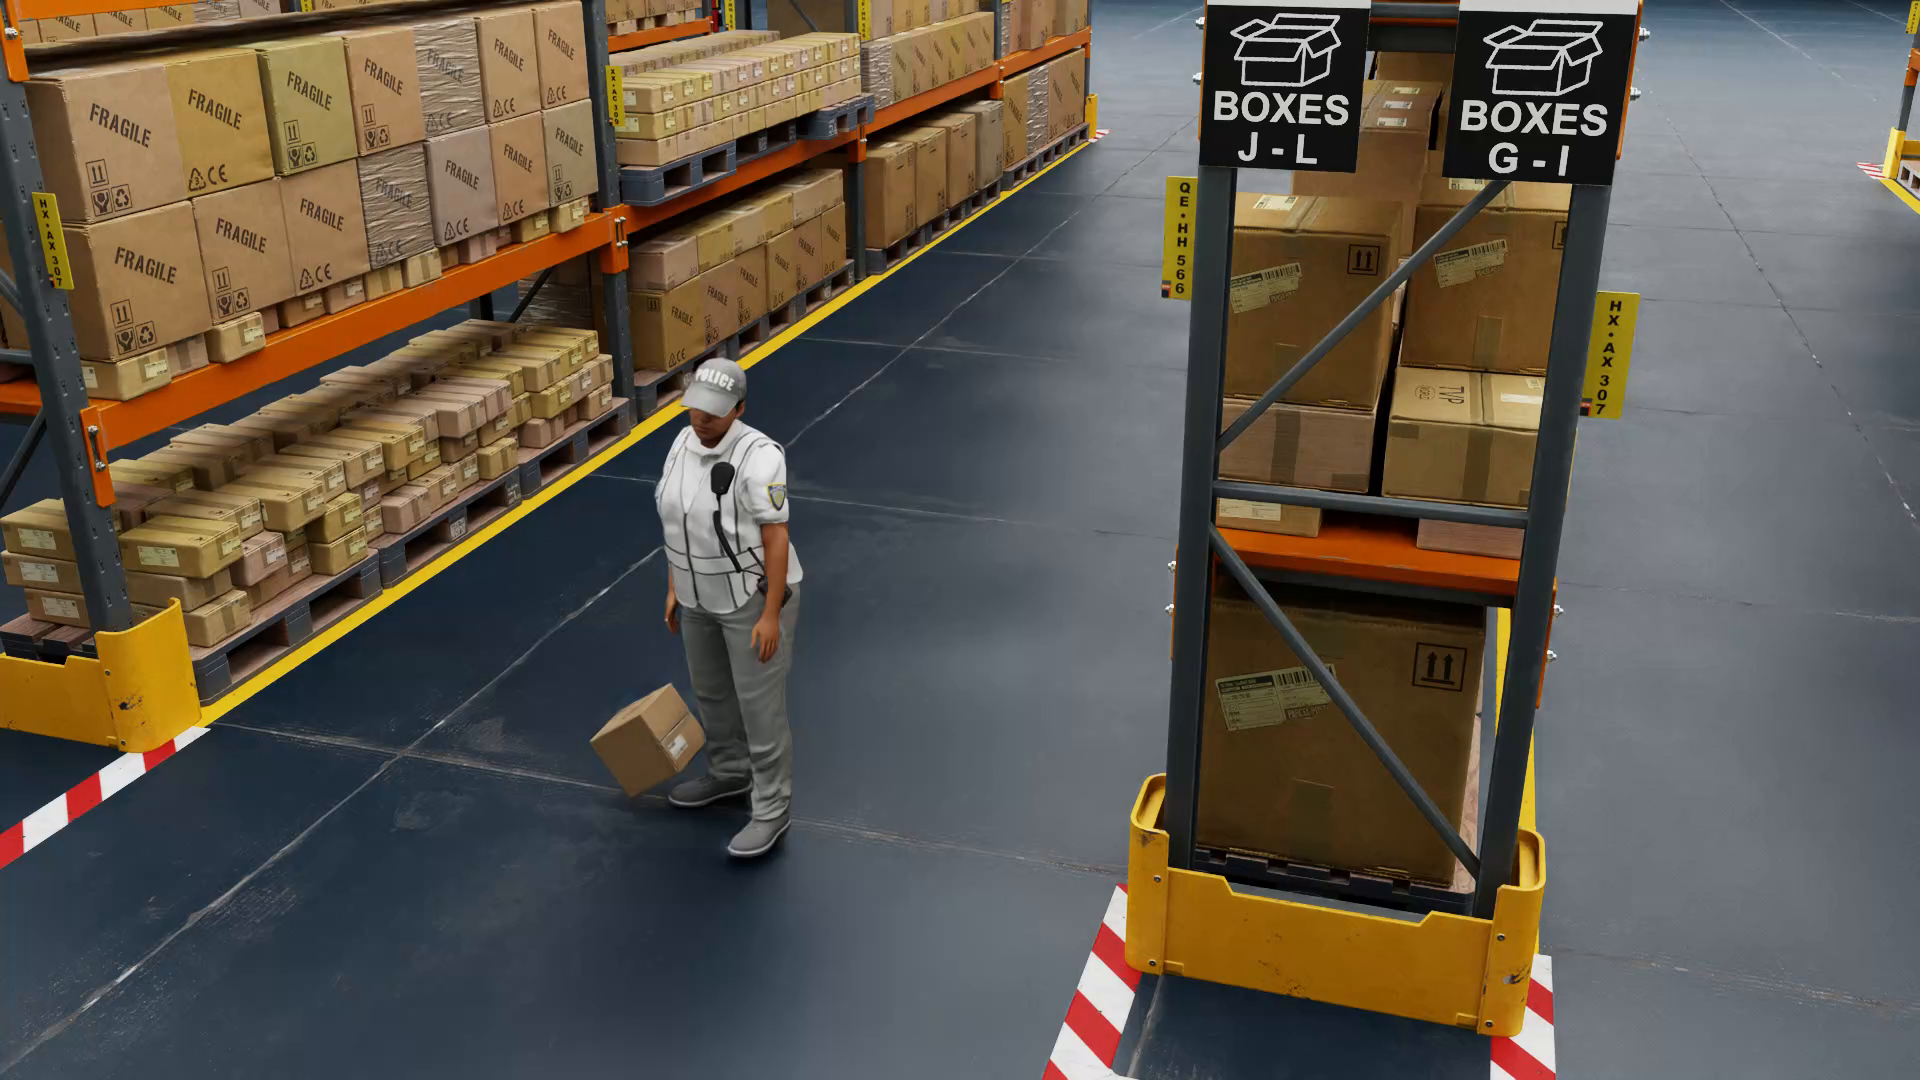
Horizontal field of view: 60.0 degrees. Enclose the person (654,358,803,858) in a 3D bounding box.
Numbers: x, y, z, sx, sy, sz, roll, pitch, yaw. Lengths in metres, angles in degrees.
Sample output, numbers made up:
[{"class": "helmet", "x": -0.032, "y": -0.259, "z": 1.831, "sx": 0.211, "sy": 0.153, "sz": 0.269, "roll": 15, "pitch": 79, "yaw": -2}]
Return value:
[{"class": "person", "x": -0.786, "y": 0.207, "z": 5.517, "sx": 0.578, "sy": 1.673, "sz": 0.445, "roll": 16, "pitch": 27, "yaw": 34}]
